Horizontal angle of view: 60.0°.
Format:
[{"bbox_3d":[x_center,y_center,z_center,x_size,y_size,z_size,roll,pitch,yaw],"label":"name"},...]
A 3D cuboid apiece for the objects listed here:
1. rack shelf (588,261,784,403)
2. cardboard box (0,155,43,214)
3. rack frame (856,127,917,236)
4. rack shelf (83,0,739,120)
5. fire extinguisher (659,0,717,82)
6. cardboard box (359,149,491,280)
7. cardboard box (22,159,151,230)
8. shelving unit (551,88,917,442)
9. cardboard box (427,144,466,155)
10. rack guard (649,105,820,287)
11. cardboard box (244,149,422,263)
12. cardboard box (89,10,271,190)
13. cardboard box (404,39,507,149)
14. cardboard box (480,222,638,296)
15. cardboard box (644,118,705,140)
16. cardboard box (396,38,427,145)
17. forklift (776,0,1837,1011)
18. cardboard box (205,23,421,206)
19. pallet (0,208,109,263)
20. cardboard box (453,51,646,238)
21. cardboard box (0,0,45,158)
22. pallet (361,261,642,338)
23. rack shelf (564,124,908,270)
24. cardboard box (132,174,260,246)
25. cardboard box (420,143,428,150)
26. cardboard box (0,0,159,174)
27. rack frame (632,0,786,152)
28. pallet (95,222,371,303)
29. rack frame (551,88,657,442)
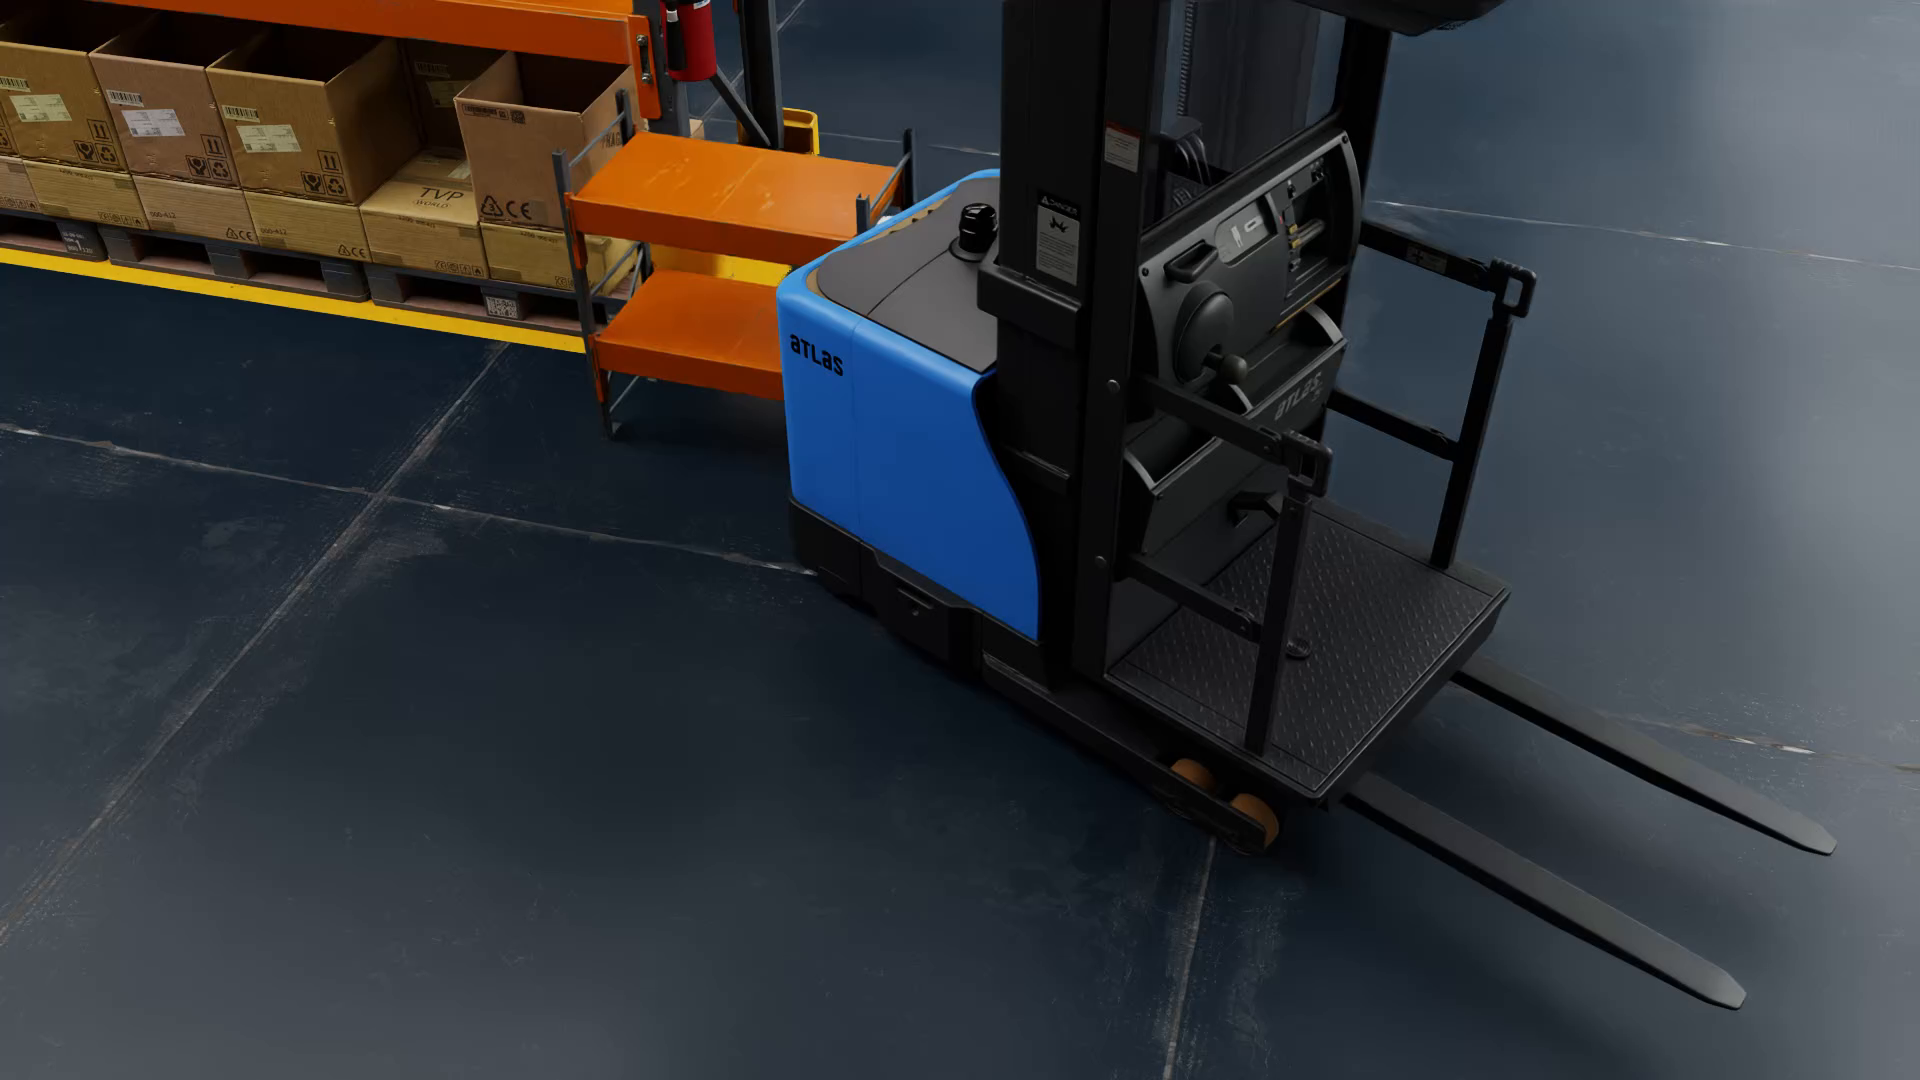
[{"bbox_3d":[-0.717,-0.657,5.832,1.000,0.278,0.538,11,41,13],"label":"rack shelf"},{"bbox_3d":[-3.924,-1.622,6.954,0.500,0.250,0.500,10,41,11],"label":"cardboard box"},{"bbox_3d":[-0.230,-0.750,5.563,0.032,1.125,0.500,11,41,13],"label":"rack frame"},{"bbox_3d":[-2.844,-2.258,6.459,4.000,0.370,1.077,10,41,11],"label":"rack shelf"},{"bbox_3d":[-0.917,-1.863,5.490,0.183,0.674,0.296,10,41,11],"label":"fire extinguisher"},{"bbox_3d":[-1.992,-1.290,6.559,0.500,0.250,0.500,10,41,11],"label":"cardboard box"},{"bbox_3d":[-3.443,-1.536,6.851,0.500,0.250,0.500,10,41,11],"label":"cardboard box"},{"bbox_3d":[-0.717,-0.844,5.675,1.048,1.125,0.538,11,41,13],"label":"shelving unit"},{"bbox_3d":[-1.856,-1.617,6.948,0.500,0.250,0.500,10,41,11],"label":"cardboard box"},{"bbox_3d":[-0.888,-1.240,6.631,0.348,0.500,1.175,10,41,11],"label":"rack guard"},{"bbox_3d":[-2.475,-1.372,6.657,0.500,0.250,0.500,10,41,11],"label":"cardboard box"},{"bbox_3d":[-2.959,-1.741,6.513,0.500,0.500,0.500,10,41,11],"label":"cardboard box"},{"bbox_3d":[-1.856,-1.905,6.708,0.500,0.500,0.500,10,41,11],"label":"cardboard box"},{"bbox_3d":[-1.506,-1.214,6.469,0.500,0.250,0.500,10,41,11],"label":"cardboard box"},{"bbox_3d":[-1.372,-1.536,6.852,0.500,0.250,0.500,10,41,11],"label":"cardboard box"},{"bbox_3d":[-2.342,-1.980,6.798,0.500,0.500,0.500,10,41,11],"label":"cardboard box"},{"bbox_3d":[0.896,-0.653,4.042,3.031,2.935,1.130,29,48,30],"label":"forklift"},{"bbox_3d":[-2.476,-1.657,6.413,0.500,0.500,0.500,10,41,11],"label":"cardboard box"},{"bbox_3d":[-4.018,-1.640,7.332,1.213,0.211,1.003,10,41,11],"label":"pallet"},{"bbox_3d":[-1.506,-1.500,6.226,0.500,0.500,0.500,10,41,11],"label":"cardboard box"},{"bbox_3d":[-3.923,-1.911,6.715,0.500,0.500,0.500,10,41,11],"label":"cardboard box"},{"bbox_3d":[-1.661,-1.234,6.849,1.213,0.211,1.003,10,41,11],"label":"pallet"},{"bbox_3d":[-0.717,-1.068,5.486,1.000,0.278,0.538,11,41,13],"label":"rack shelf"},{"bbox_3d":[-2.958,-1.456,6.757,0.500,0.250,0.500,10,41,11],"label":"cardboard box"},{"bbox_3d":[-2.339,-1.700,7.048,0.500,0.250,0.500,10,41,11],"label":"cardboard box"},{"bbox_3d":[-3.442,-1.823,6.611,0.500,0.500,0.500,10,41,11],"label":"cardboard box"},{"bbox_3d":[-0.911,-2.201,5.832,0.127,3.000,1.000,10,41,11],"label":"rack frame"},{"bbox_3d":[-2.836,-1.438,7.092,1.213,0.211,1.003,10,41,11],"label":"pallet"},{"bbox_3d":[-1.204,-0.938,5.787,0.032,1.125,0.500,11,41,13],"label":"rack frame"}]
